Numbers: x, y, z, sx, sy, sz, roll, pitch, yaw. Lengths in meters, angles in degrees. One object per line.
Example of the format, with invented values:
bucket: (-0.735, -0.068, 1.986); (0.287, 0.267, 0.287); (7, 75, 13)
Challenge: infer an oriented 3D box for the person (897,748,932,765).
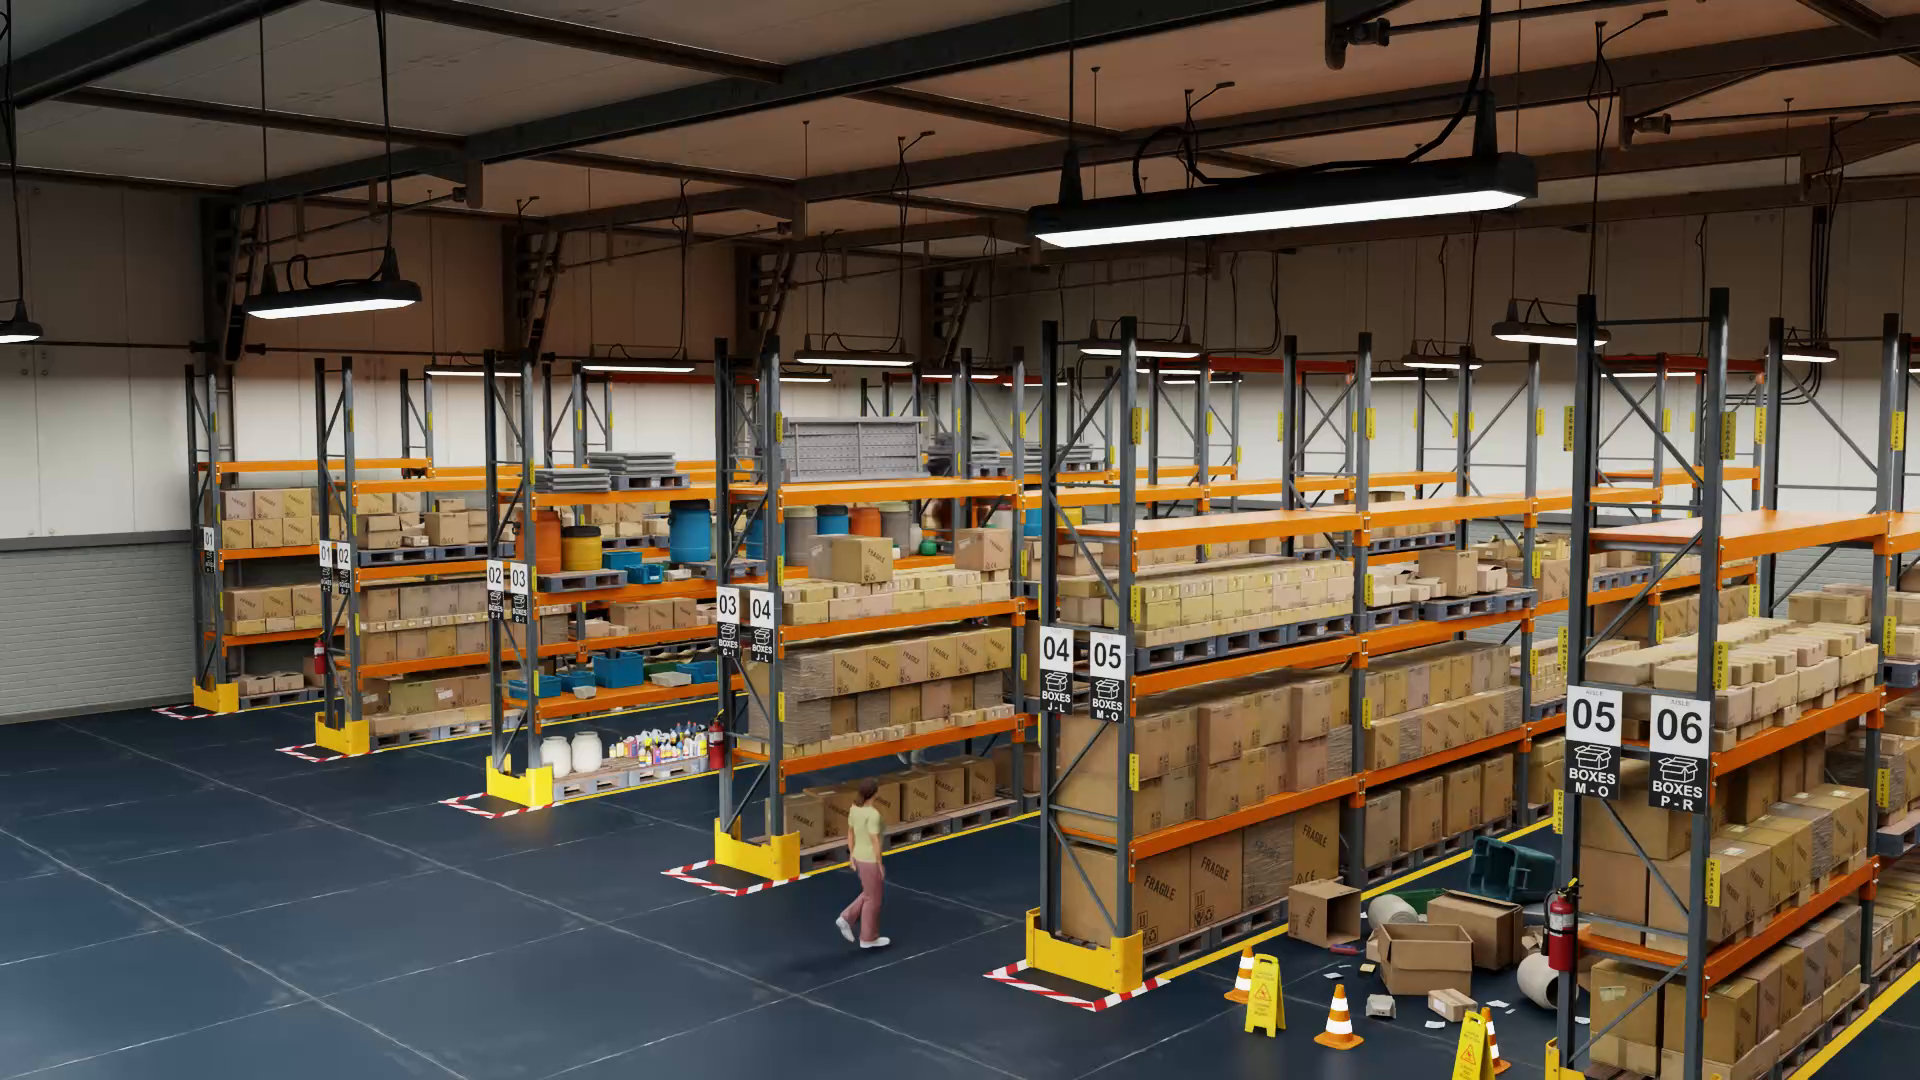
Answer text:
person: (-0.662, 2.419, 24.114); (0.550, 1.767, 0.534); (-1, 4, -10)

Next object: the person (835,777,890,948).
person: (-0.918, 3.097, 15.957); (0.525, 1.662, 0.444); (-2, 5, -19)
